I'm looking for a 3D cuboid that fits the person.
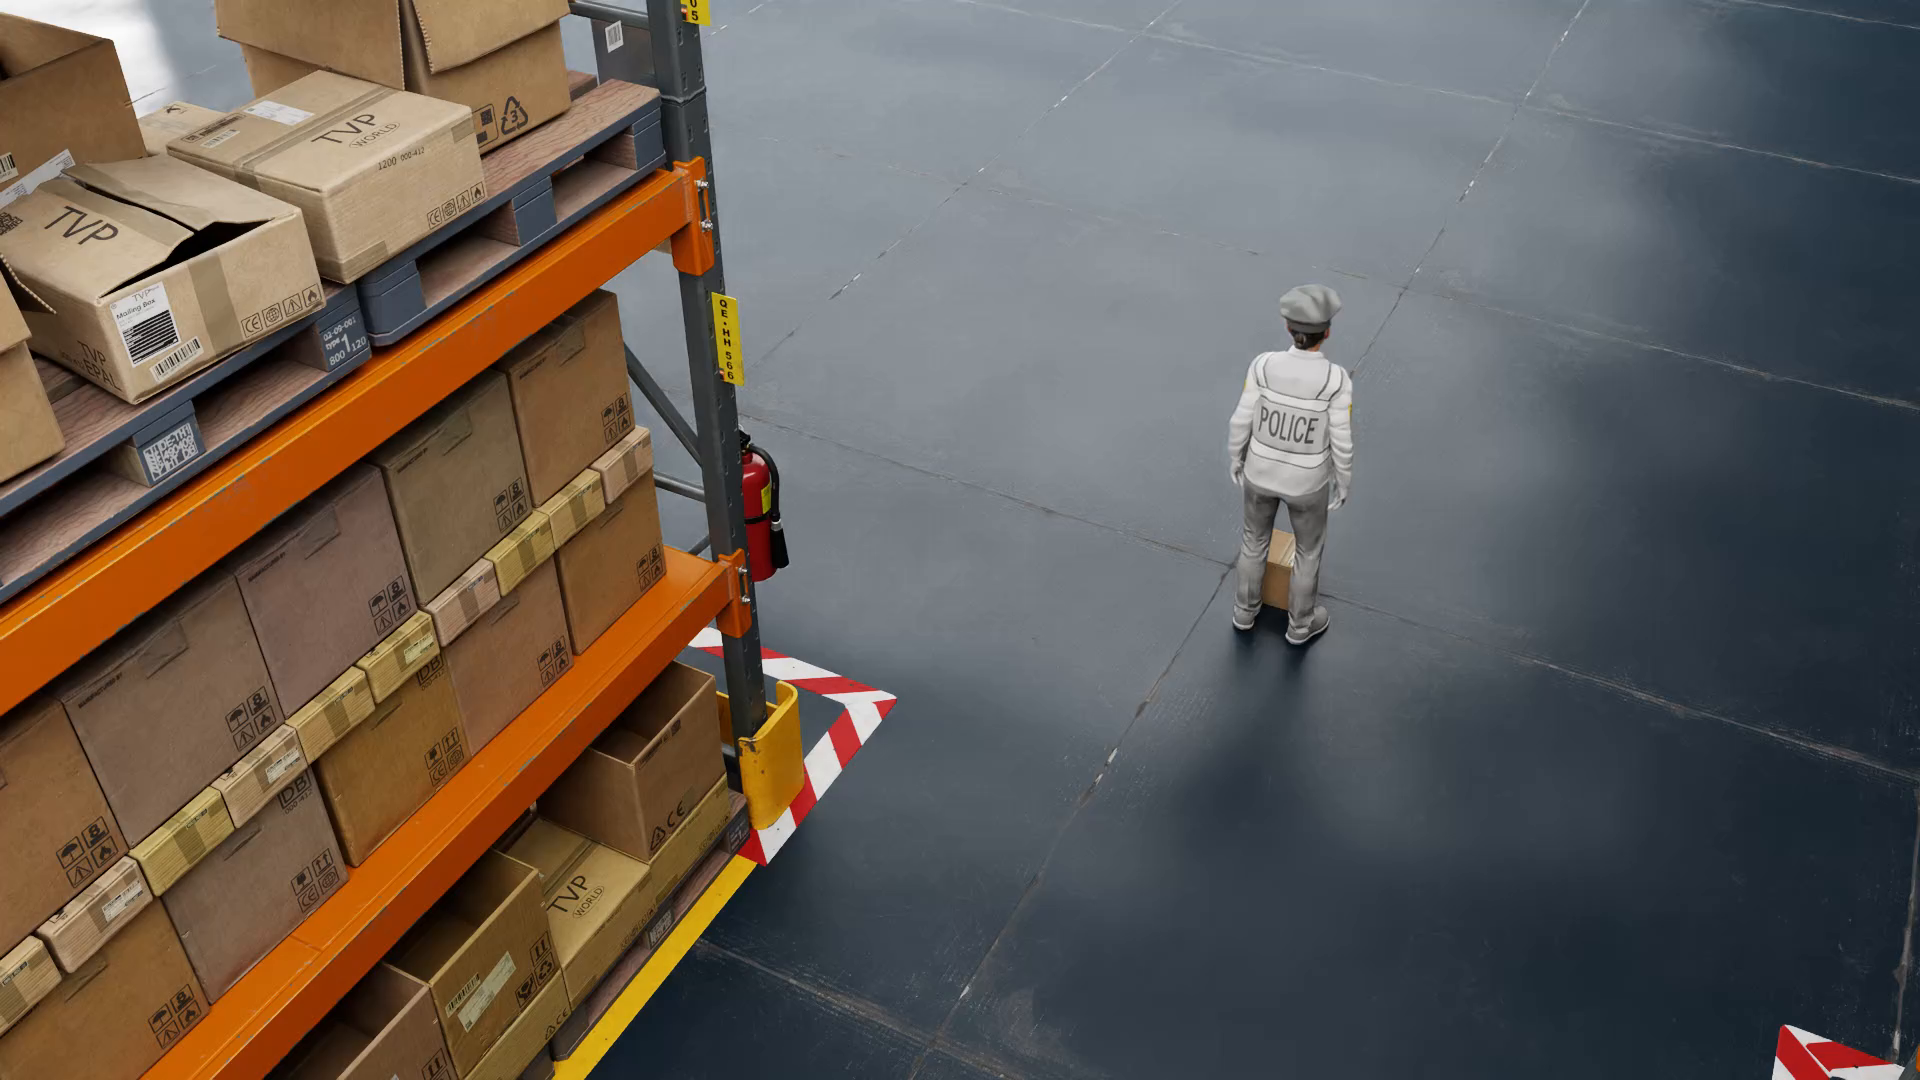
[{"bbox_3d":[1.403,-0.283,7.105,0.538,1.663,0.376,17,41,20],"label":"person"}]
